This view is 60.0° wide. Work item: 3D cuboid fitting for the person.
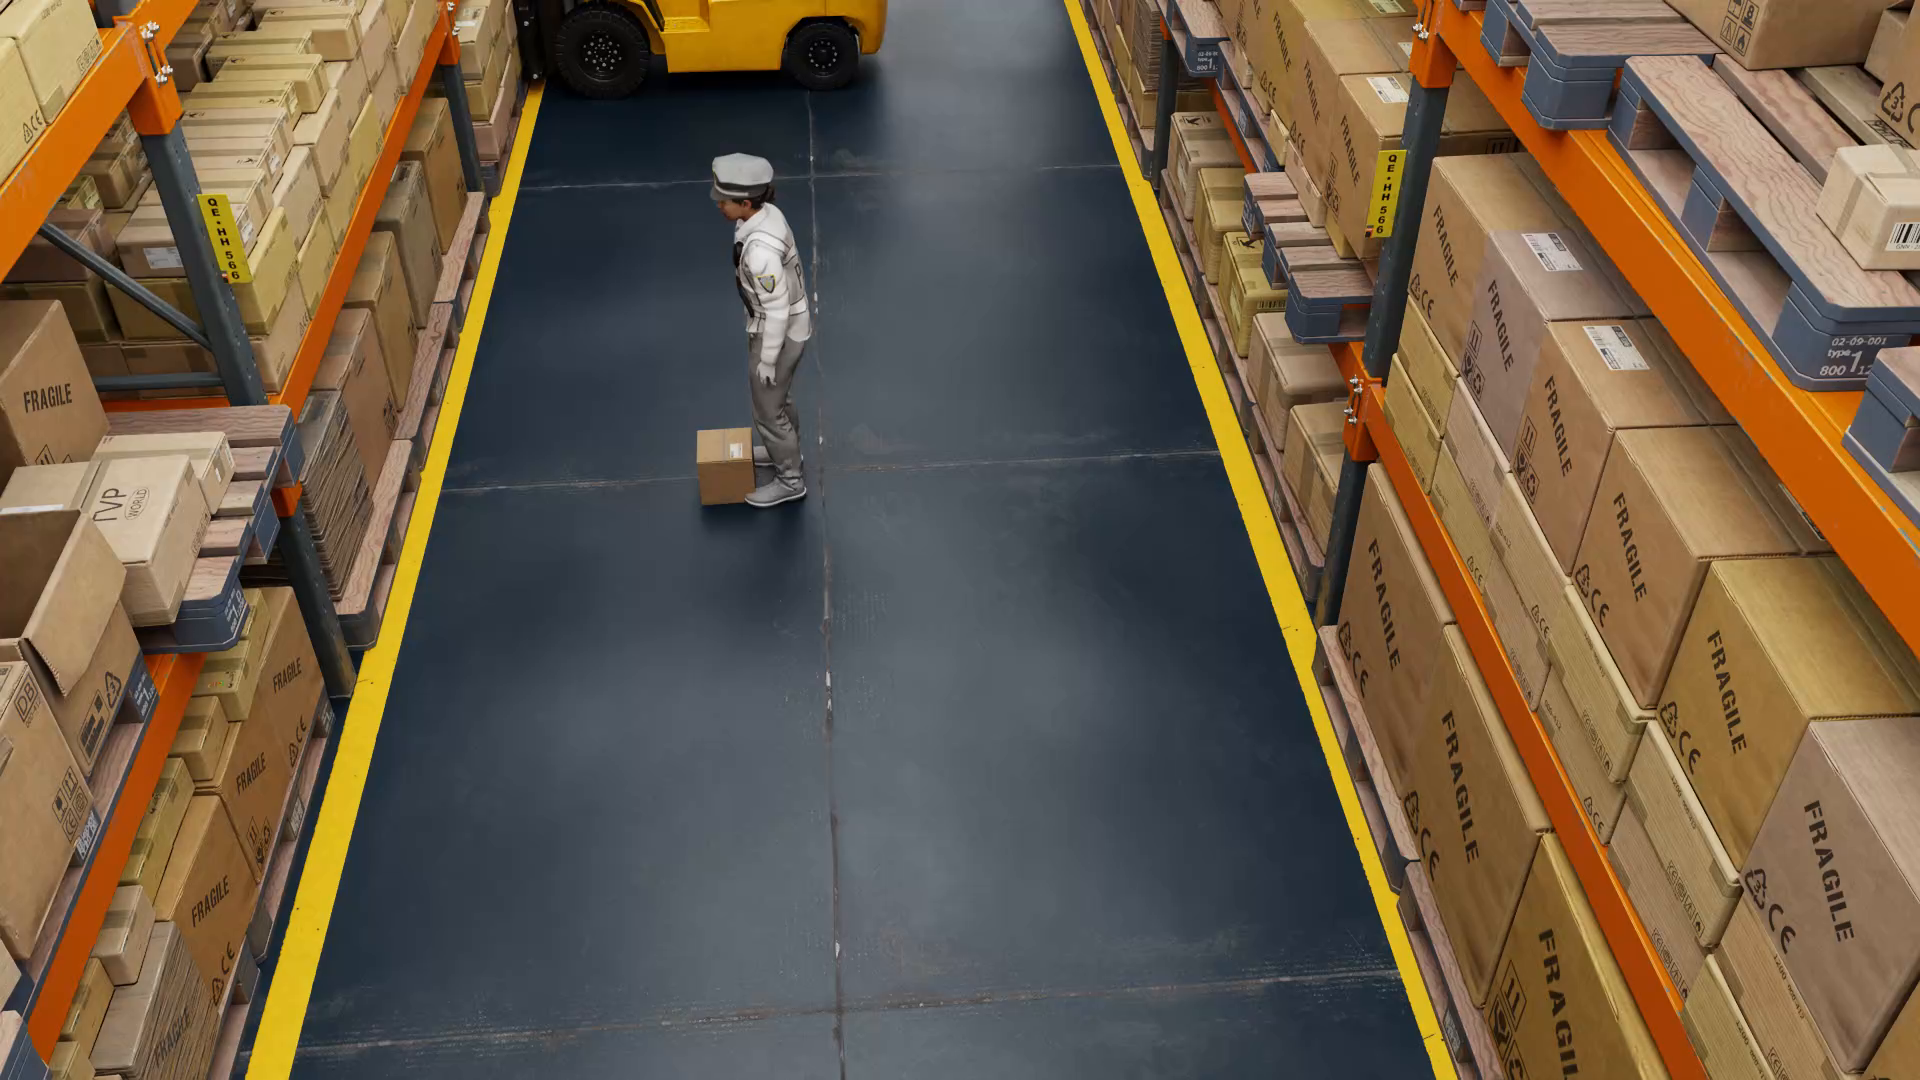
[{"bbox_3d":[-0.836,-0.900,7.250,0.376,1.663,0.544,-5,40,-7],"label":"person"}]
